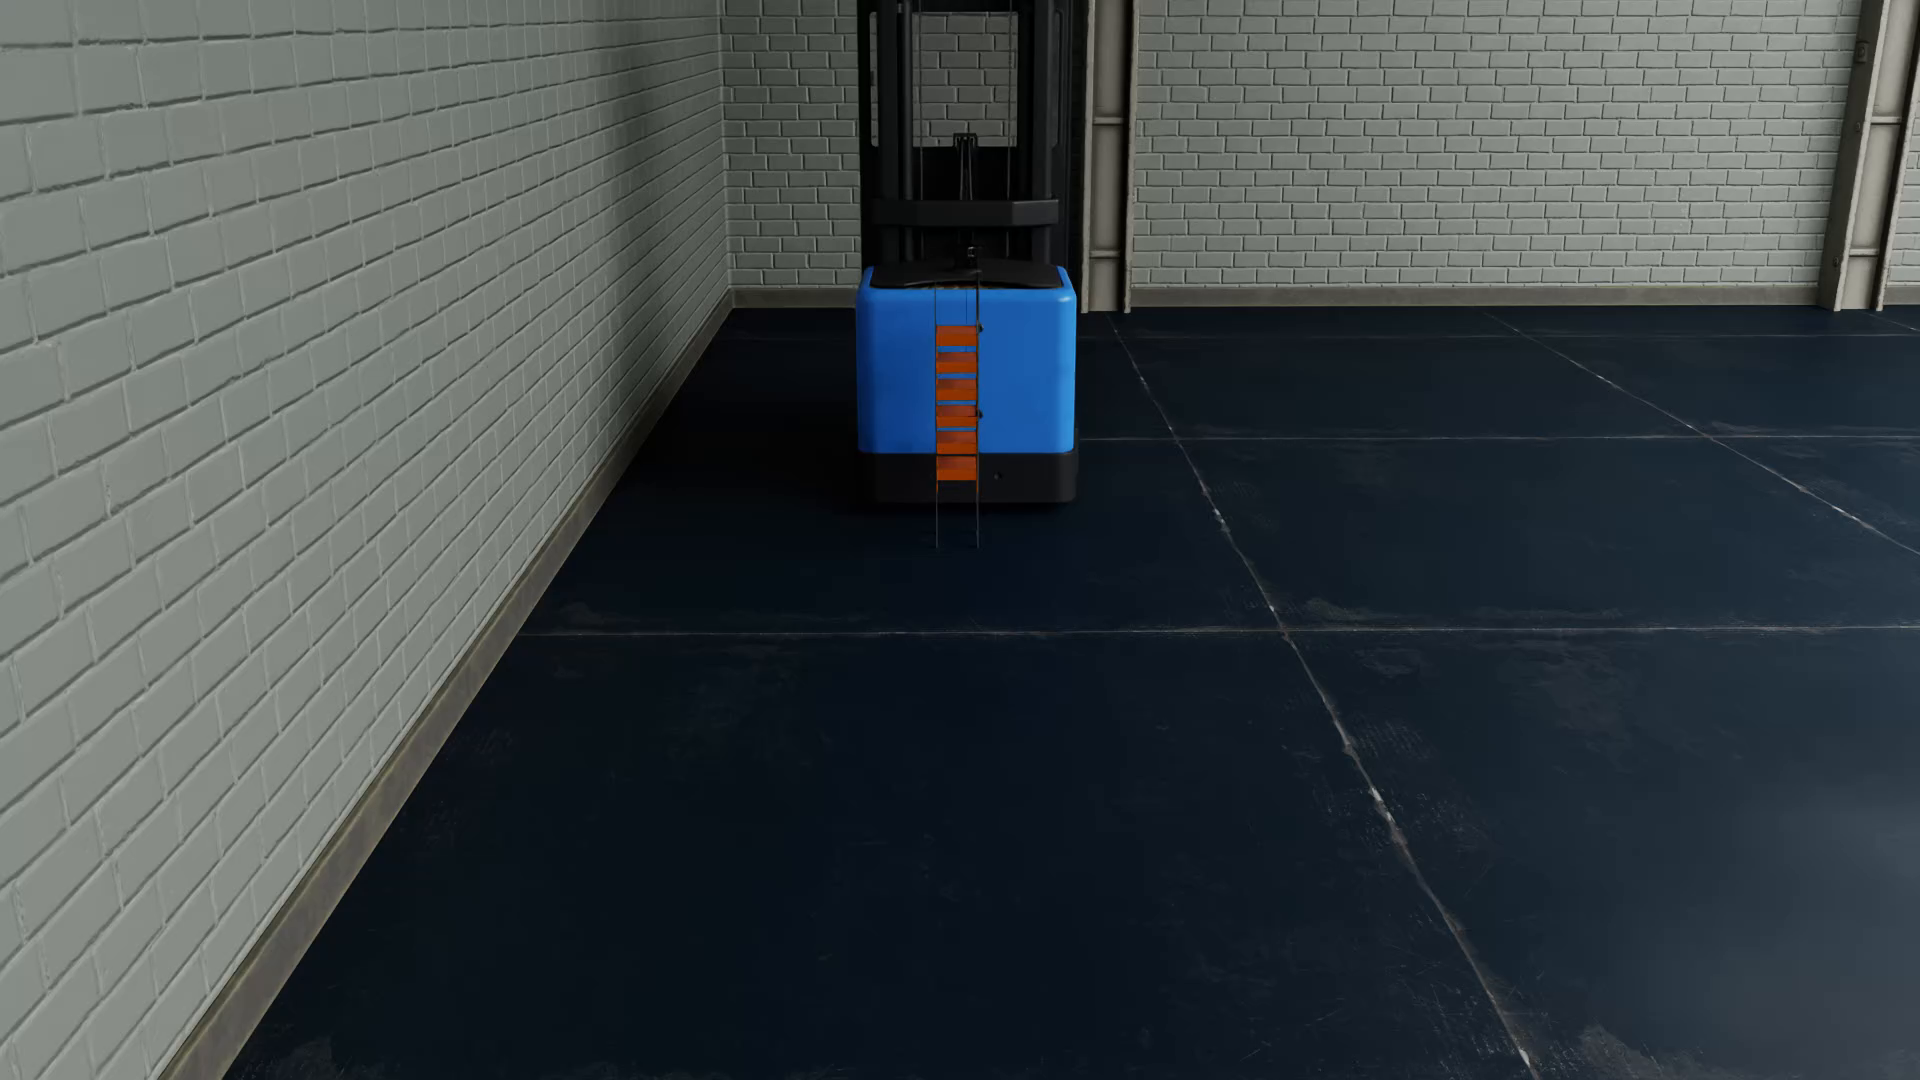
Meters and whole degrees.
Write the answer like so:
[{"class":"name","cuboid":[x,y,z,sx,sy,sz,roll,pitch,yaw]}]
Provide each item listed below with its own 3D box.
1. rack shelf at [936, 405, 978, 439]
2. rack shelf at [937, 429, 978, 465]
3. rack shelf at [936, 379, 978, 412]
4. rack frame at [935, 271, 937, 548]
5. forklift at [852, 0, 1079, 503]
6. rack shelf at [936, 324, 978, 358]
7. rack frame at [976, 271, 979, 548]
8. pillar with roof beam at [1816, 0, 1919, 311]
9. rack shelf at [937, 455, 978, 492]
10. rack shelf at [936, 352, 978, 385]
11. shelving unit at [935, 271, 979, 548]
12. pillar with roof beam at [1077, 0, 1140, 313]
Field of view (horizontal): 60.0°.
[{"class":"rack shelf","cuboid":[-0.014,-0.529,7.378,0.180,0.103,0.258,0,18,-1]},{"class":"rack shelf","cuboid":[-0.014,-0.415,7.414,0.180,0.103,0.258,0,18,-1]},{"class":"rack shelf","cuboid":[-0.014,-0.643,7.341,0.180,0.103,0.258,0,18,-1]},{"class":"rack frame","cuboid":[-0.106,-0.571,7.363,0.006,1.200,0.240,0,18,-1]},{"class":"forklift","cuboid":[0.023,-1.962,8.867,1.130,2.935,3.031,0,18,0]},{"class":"rack shelf","cuboid":[-0.014,-0.872,7.268,0.180,0.103,0.258,0,18,-1]},{"class":"rack frame","cuboid":[0.077,-0.572,7.365,0.006,1.200,0.240,0,18,-1]},{"class":"pillar with roof beam","cuboid":[7.214,-4.842,7.909,0.400,9.000,9.100,0,18,-1]},{"class":"rack shelf","cuboid":[-0.014,-0.300,7.451,0.180,0.103,0.258,0,18,-1]},{"class":"rack shelf","cuboid":[-0.014,-0.757,7.304,0.180,0.103,0.258,0,18,-1]},{"class":"shelving unit","cuboid":[-0.014,-0.571,7.364,0.189,1.200,0.258,0,18,-1]},{"class":"pillar with roof beam","cuboid":[1.215,-4.813,7.818,0.400,9.000,9.100,0,18,-1]}]
